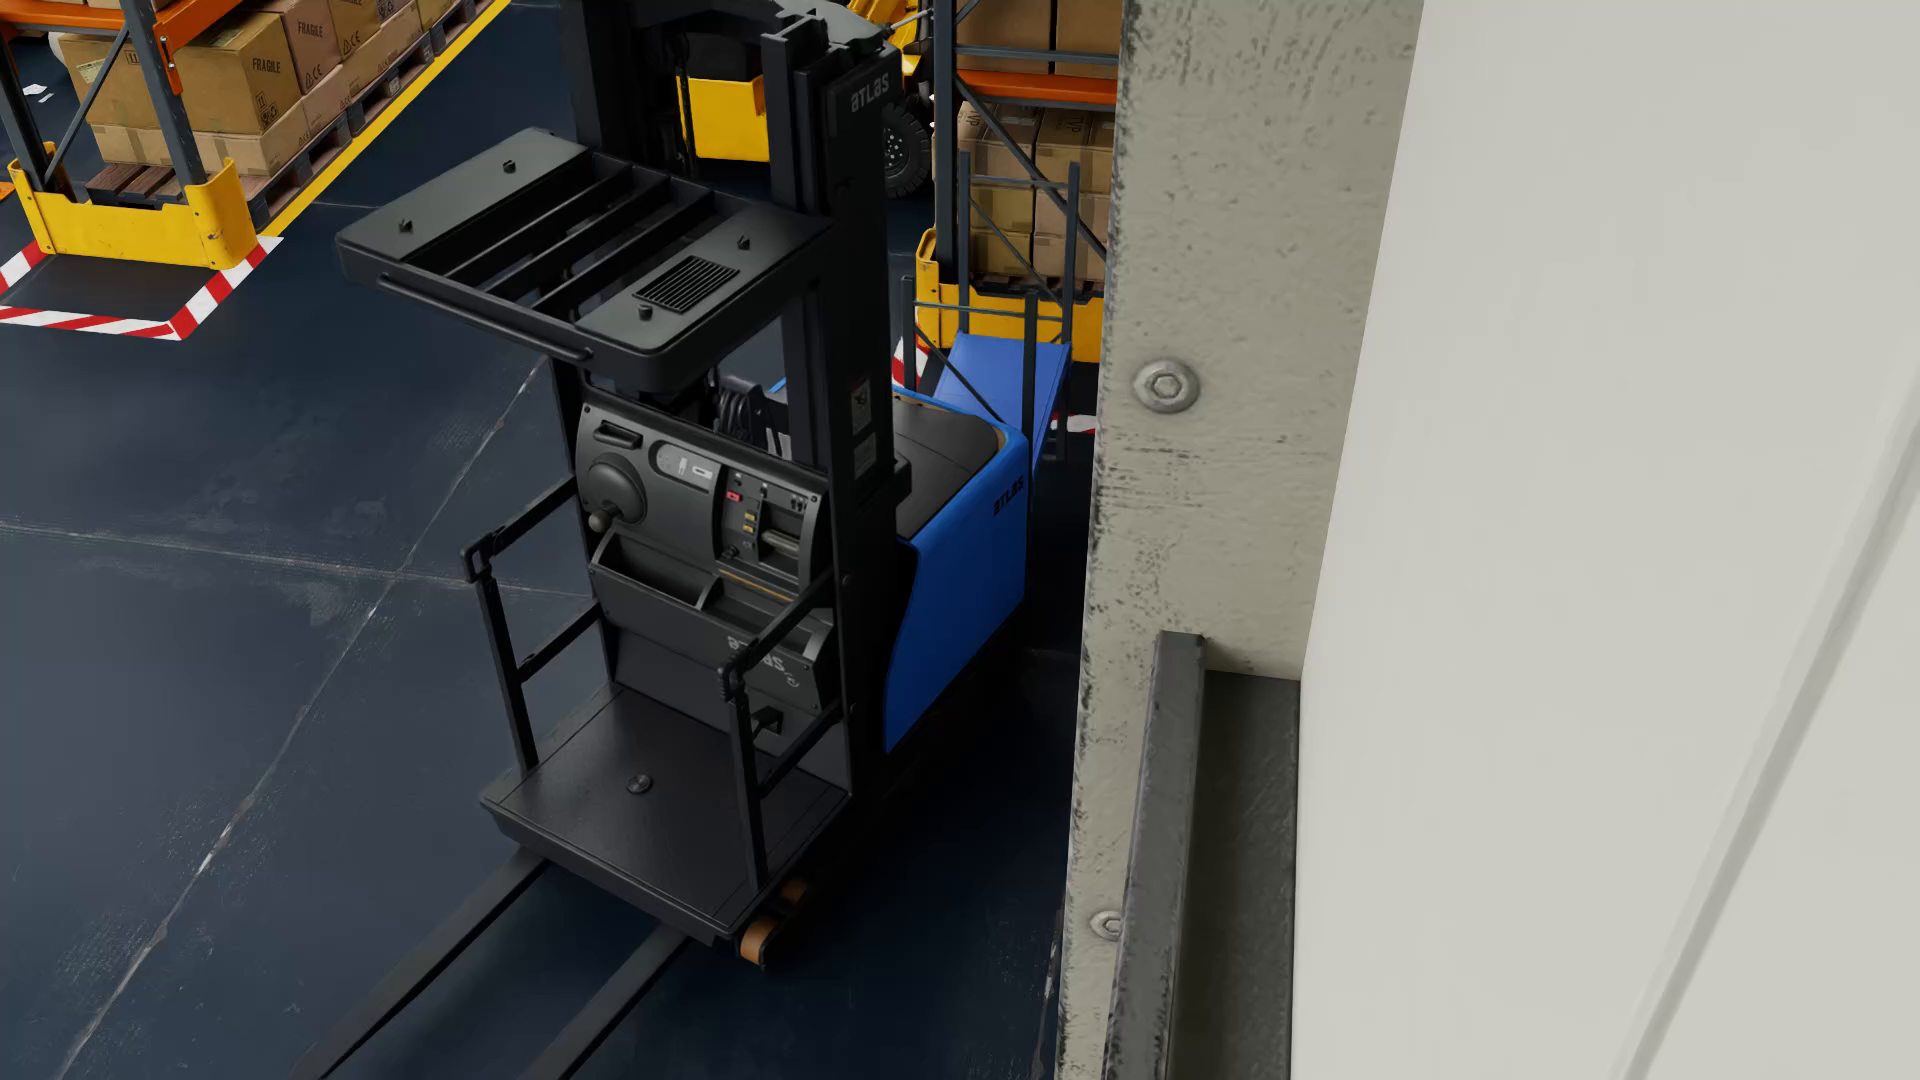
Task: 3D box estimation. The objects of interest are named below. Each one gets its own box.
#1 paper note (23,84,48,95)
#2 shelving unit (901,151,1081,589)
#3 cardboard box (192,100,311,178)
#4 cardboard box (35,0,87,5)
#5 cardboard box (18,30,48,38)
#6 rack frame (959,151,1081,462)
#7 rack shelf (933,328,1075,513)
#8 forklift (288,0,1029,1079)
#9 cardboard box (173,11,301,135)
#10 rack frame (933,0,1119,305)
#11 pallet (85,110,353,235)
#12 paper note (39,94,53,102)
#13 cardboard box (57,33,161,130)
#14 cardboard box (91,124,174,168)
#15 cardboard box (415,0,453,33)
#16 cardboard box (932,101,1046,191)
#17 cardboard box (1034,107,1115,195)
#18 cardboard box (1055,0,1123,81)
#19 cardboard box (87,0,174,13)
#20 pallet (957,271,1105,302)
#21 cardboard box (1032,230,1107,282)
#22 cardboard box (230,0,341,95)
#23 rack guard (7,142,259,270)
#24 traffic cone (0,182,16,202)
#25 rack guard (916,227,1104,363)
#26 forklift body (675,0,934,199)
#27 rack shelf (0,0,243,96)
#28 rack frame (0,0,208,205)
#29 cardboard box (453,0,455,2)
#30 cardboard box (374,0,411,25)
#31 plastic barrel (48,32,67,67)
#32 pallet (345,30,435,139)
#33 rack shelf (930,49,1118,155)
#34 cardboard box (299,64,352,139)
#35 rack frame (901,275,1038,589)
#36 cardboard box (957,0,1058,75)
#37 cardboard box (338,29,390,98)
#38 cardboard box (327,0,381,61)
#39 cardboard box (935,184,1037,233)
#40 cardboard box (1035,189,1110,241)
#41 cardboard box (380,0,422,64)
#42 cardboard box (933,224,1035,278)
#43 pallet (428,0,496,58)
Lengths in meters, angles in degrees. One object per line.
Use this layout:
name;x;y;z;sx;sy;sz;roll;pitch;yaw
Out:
paper note;-6.008;-2.919;10.766;0.148;0.019;0.142;20;44;23
shelving unit;0.138;-0.663;6.874;0.538;1.500;1.048;8;40;9
cardboard box;-4.094;-2.317;9.526;0.500;0.250;0.500;6;40;7
cardboard box;-4.652;-2.900;8.601;0.380;0.149;0.250;8;40;9
cardboard box;-6.542;-3.798;11.343;0.797;0.637;0.503;6;40;8
rack frame;0.242;-0.980;7.258;0.500;1.500;0.032;8;40;9
rack shelf;0.138;-0.524;6.989;0.538;0.185;1.000;8;40;9
forklift;-0.930;-0.057;5.019;1.130;2.935;3.031;21;44;24
cardboard box;-4.091;-2.621;9.305;0.500;0.500;0.500;5;40;6
rack frame;0.383;-2.194;7.549;1.000;3.000;0.127;6;40;8
pallet;-4.318;-2.218;9.767;1.003;0.211;1.213;6;40;8
paper note;-5.867;-2.839;10.676;0.032;0.001;0.123;6;40;8
cardboard box;-4.624;-2.661;9.355;0.500;0.500;0.500;7;40;8
cardboard box;-4.627;-2.393;9.618;0.500;0.250;0.500;6;40;7
cardboard box;-3.734;-3.615;11.097;0.500;0.250;0.500;5;40;6
cardboard box;0.156;-2.005;8.364;0.500;0.250;0.500;8;40;9
cardboard box;0.653;-1.962;8.313;0.500;0.250;0.500;6;40;7
cardboard box;0.743;-2.513;7.856;0.500;0.500;0.500;8;40;9
cardboard box;-4.243;-2.832;8.519;0.380;0.149;0.250;7;40;8
pallet;0.474;-1.604;9.024;1.003;0.211;1.213;6;40;8
cardboard box;0.661;-1.583;8.638;0.500;0.250;0.500;7;40;8
cardboard box;-4.004;-2.949;9.703;0.500;0.500;0.500;5;40;6
rack guard;-4.493;-1.823;9.063;1.175;0.500;0.348;6;40;8
traffic cone;-5.702;-2.173;9.515;0.336;0.463;0.334;6;40;8
rack guard;0.379;-1.215;8.328;1.175;0.500;0.348;6;40;8
forklift body;-1.085;-3.258;9.502;2.313;2.155;1.214;6;40;8
rack shelf;-4.160;-3.717;9.956;1.077;0.370;4.000;6;40;8
rack frame;-4.506;-2.739;8.208;1.000;3.000;0.127;6;40;8
cardboard box;-3.651;-3.951;11.502;0.500;0.250;0.500;8;40;10
cardboard box;-3.825;-3.600;10.489;0.500;0.500;0.500;8;40;10
plastic barrel;-5.640;-3.209;10.799;0.421;0.421;0.512;-28;47;-30
pallet;-4.104;-2.981;10.690;1.003;0.211;1.213;6;40;8
rack shelf;0.729;-3.172;9.297;1.077;0.370;4.000;6;40;8
cardboard box;-3.998;-2.636;9.913;0.500;0.250;0.500;8;40;9
rack frame;0.035;-0.345;6.491;0.500;1.500;0.032;8;40;9
cardboard box;0.210;-2.570;7.926;0.500;0.500;0.500;6;40;7
cardboard box;-3.916;-2.980;10.329;0.500;0.250;0.500;9;40;11
cardboard box;-3.910;-3.263;10.083;0.500;0.500;0.500;7;40;9
cardboard box;0.160;-1.828;8.543;0.500;0.250;0.500;6;40;7
cardboard box;0.669;-1.761;8.462;0.500;0.250;0.500;7;40;8
cardboard box;-3.826;-3.297;10.712;0.500;0.250;0.500;7;40;8
cardboard box;0.154;-1.626;8.690;0.500;0.250;0.500;7;40;8
pallet;-3.895;-3.749;11.619;1.003;0.211;1.213;6;40;8
